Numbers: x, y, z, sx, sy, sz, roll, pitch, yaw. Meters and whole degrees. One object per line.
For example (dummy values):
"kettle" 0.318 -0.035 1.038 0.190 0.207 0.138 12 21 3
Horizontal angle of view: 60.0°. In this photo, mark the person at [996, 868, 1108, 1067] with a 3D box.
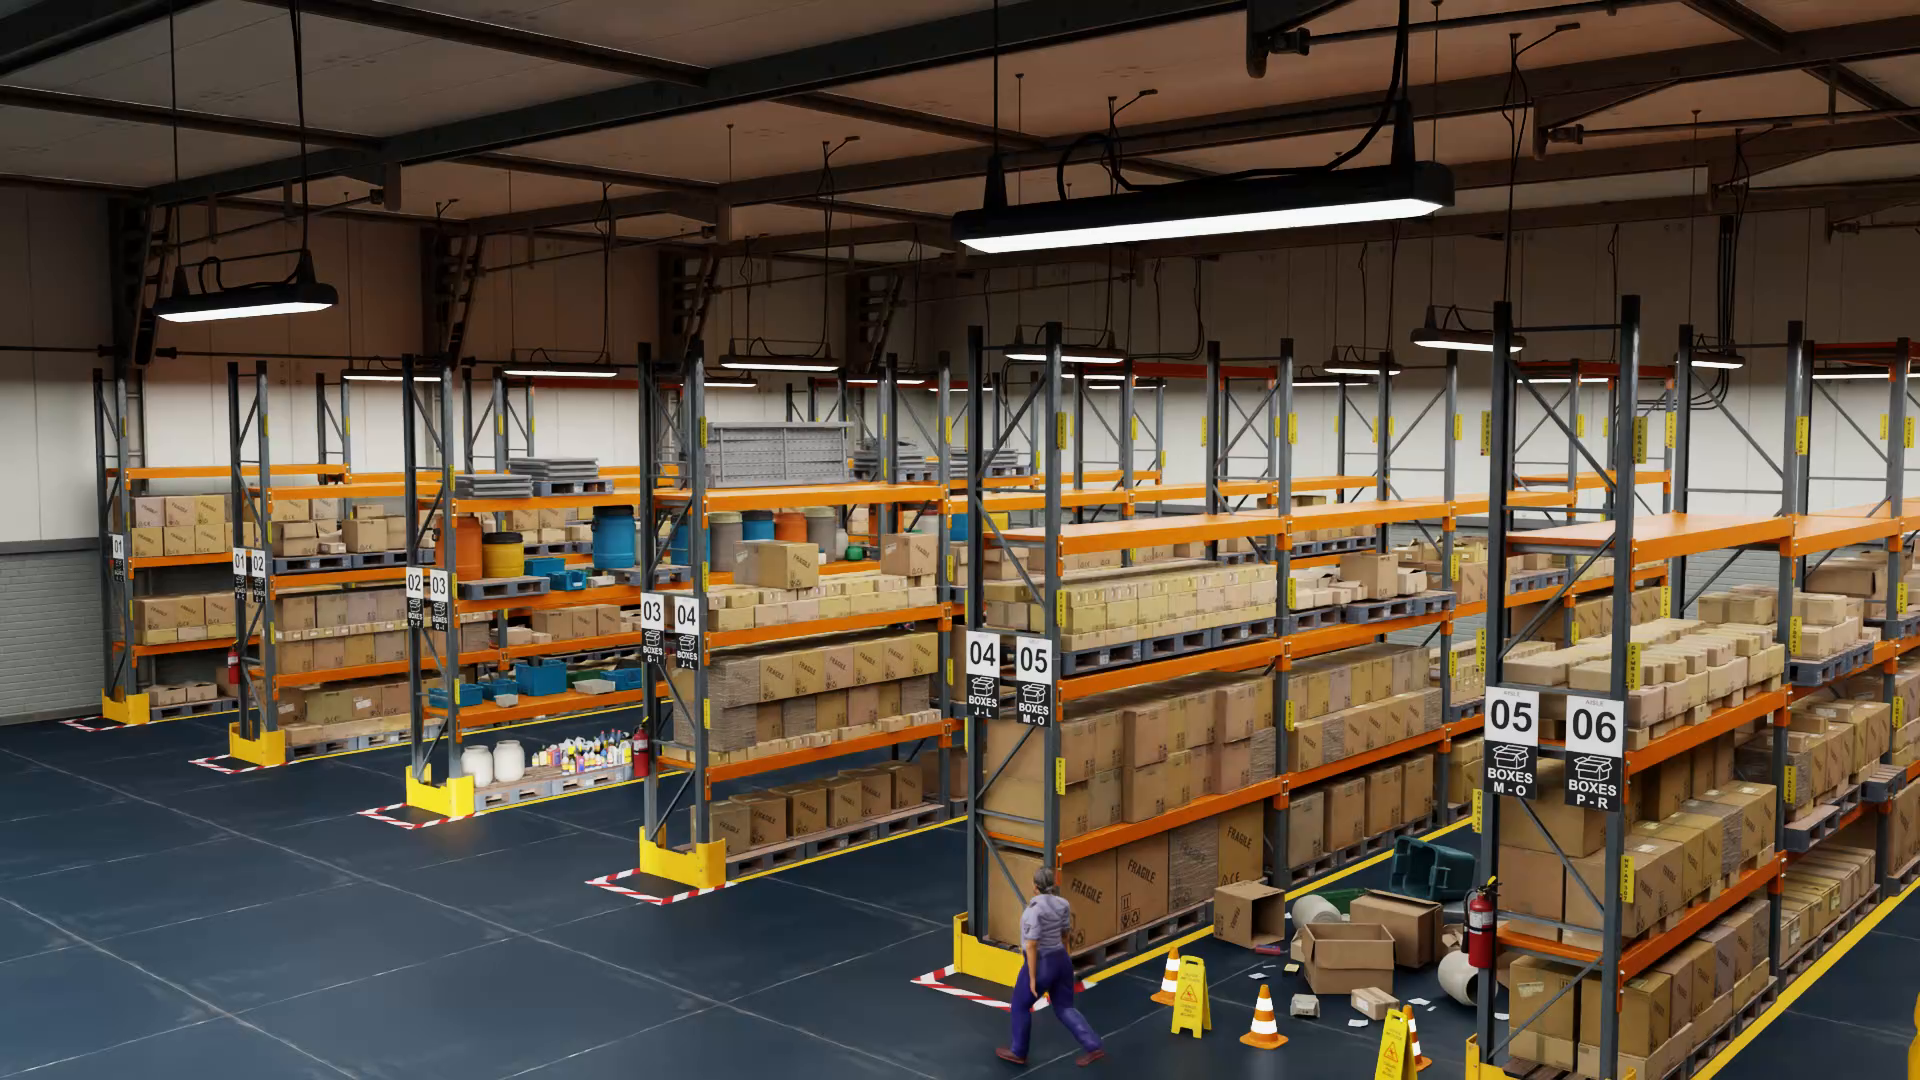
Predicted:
"person" 0.703 3.393 13.125 0.962 1.590 0.481 4 6 42
